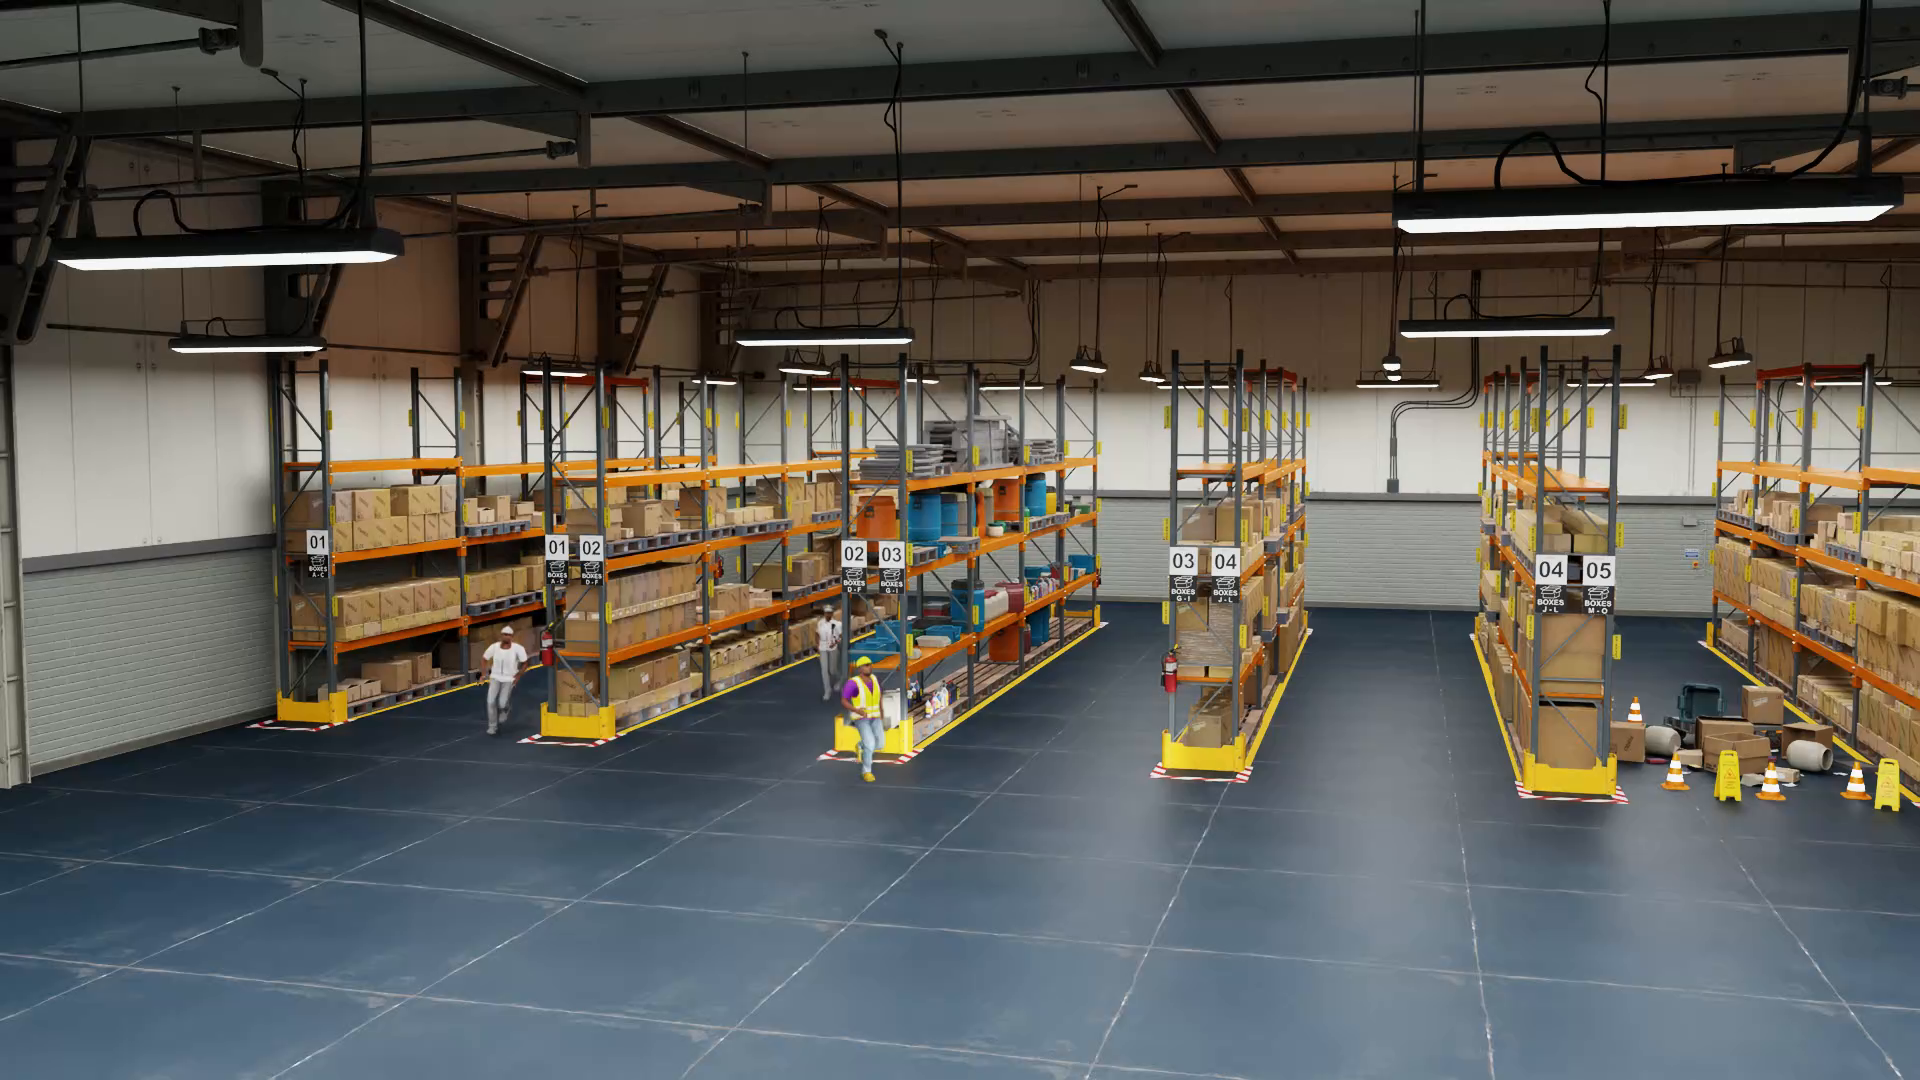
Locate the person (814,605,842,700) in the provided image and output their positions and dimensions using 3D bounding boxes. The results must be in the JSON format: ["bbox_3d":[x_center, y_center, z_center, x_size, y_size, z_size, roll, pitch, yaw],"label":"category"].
[{"bbox_3d":[-2.365,2.002,30.079,0.585,1.695,0.727,1,4,9],"label":"person"}]

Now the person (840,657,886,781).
[{"bbox_3d":[-1.343,2.481,23.249,0.747,1.727,0.584,-4,6,-44],"label":"person"}]

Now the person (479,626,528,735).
[{"bbox_3d":[-7.341,2.240,26.780,0.748,1.722,0.598,0,4,-1],"label":"person"}]
